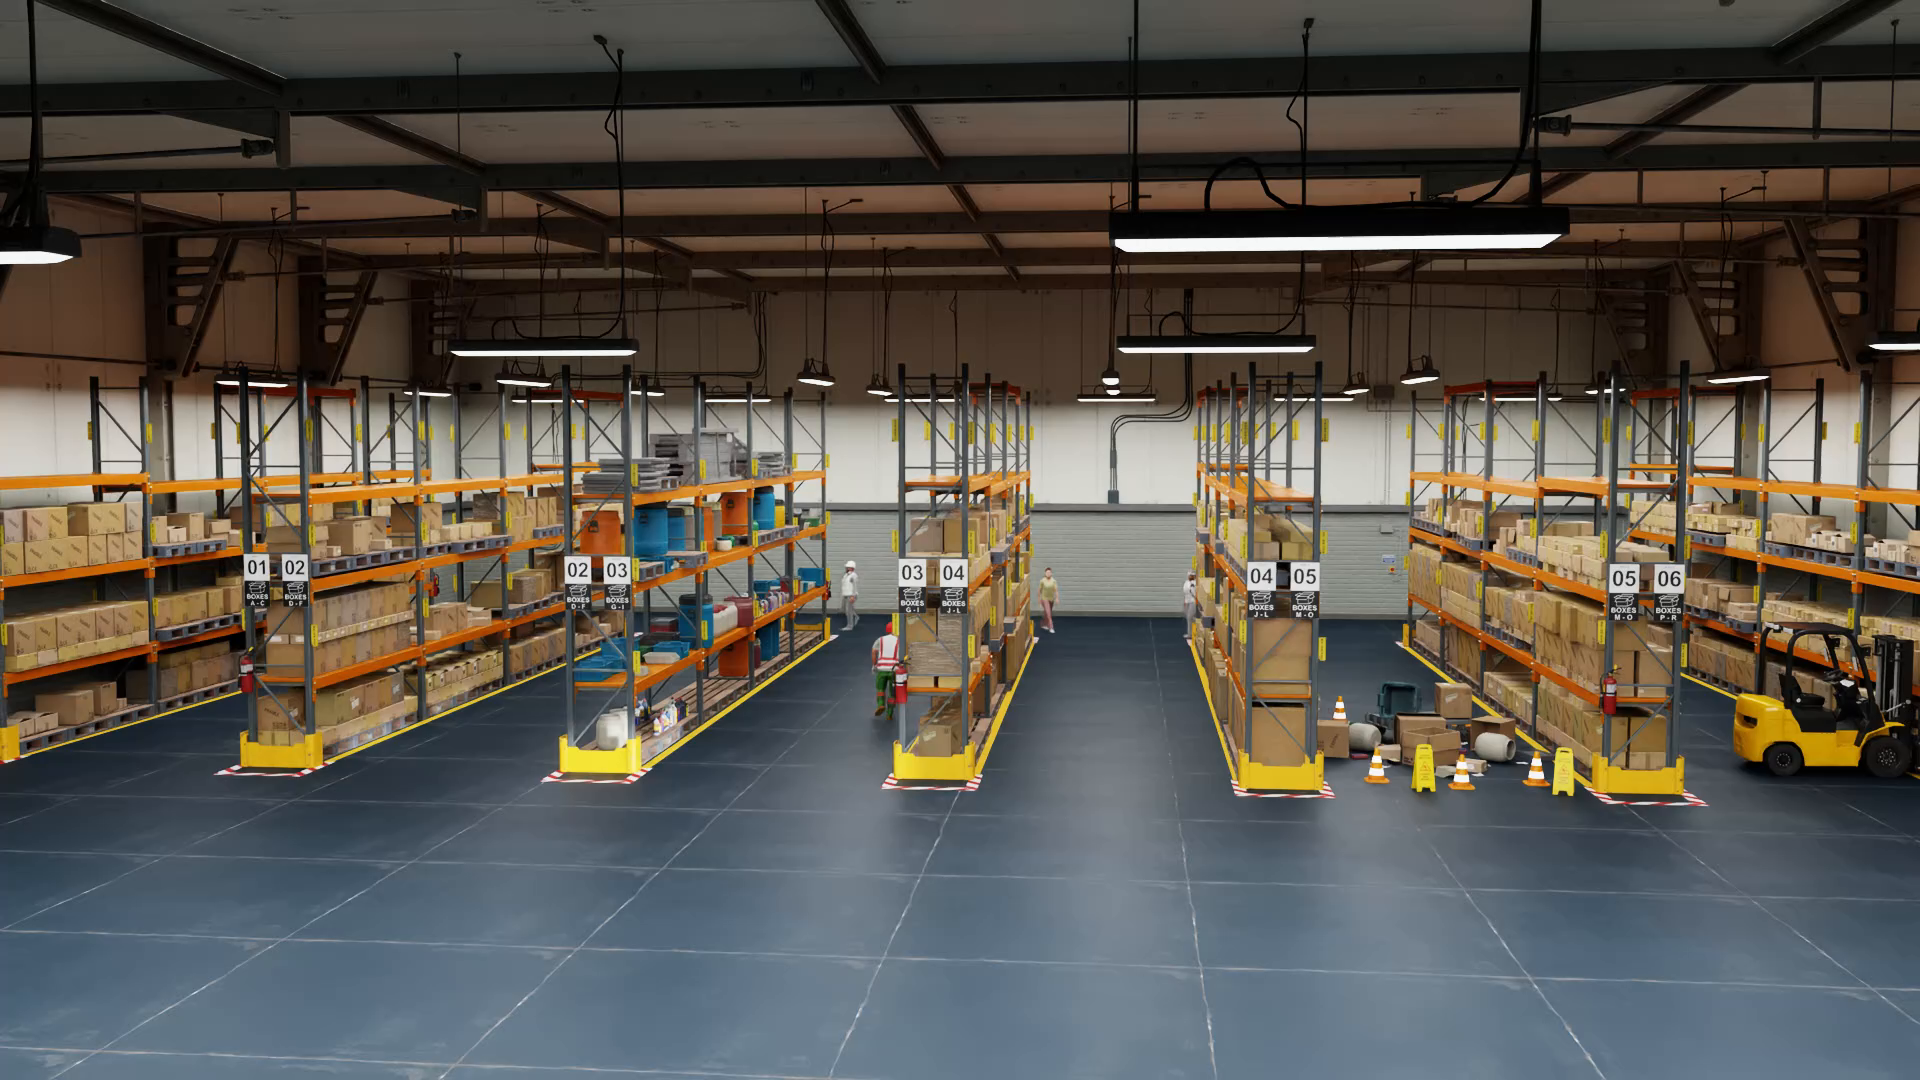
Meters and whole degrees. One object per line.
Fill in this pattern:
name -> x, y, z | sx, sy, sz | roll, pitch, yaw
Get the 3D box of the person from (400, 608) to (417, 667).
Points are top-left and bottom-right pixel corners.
person -> -11.115, 2.050, 33.534 | 0.536, 1.633, 0.504 | 0, 4, -4

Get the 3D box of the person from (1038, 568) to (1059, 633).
person -> 2.222, 1.500, 41.686 | 0.452, 1.603, 1.106 | -2, 4, -22

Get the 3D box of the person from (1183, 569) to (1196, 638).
person -> 5.715, 1.540, 40.730 | 0.695, 1.662, 0.463 | -2, 4, -32

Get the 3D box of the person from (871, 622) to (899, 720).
person -> -1.240, 2.288, 29.268 | 0.655, 1.688, 0.788 | 0, 4, 5

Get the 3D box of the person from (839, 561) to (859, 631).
person -> -2.772, 1.404, 42.137 | 0.583, 1.762, 0.557 | -2, 4, -30
